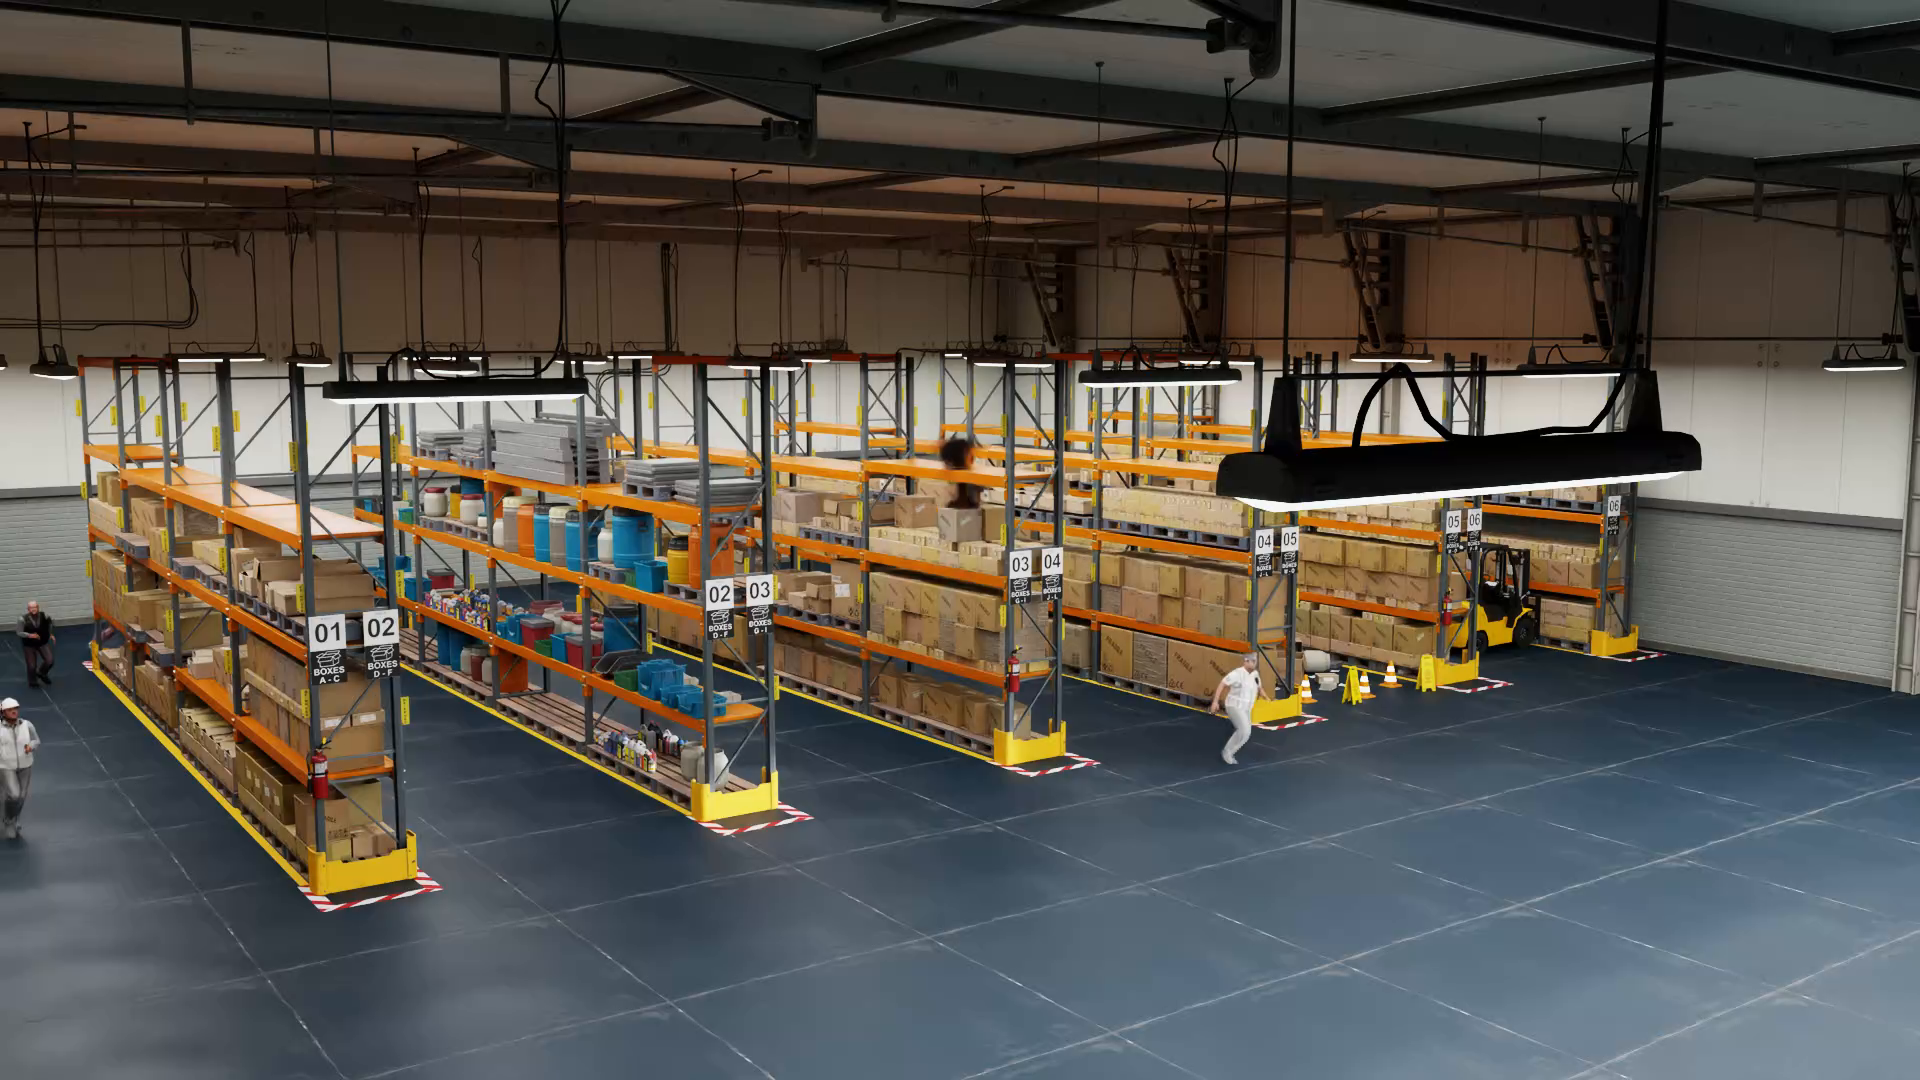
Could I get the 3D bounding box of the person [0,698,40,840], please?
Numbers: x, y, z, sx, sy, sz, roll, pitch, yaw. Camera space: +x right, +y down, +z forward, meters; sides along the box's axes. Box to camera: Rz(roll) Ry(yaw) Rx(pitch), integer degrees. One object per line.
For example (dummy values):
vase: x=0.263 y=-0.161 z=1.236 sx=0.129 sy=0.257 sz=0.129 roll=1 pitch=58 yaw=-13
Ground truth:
person: x=-12.047 y=2.894 z=21.168 sx=0.710 sy=1.791 sz=0.644 roll=6 pitch=9 yaw=42

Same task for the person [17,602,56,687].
person: x=-16.686 y=1.892 z=30.051 sx=0.657 sy=1.615 sz=0.843 roll=-6 pitch=9 yaw=-42

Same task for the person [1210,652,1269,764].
person: x=4.253 y=2.525 z=24.821 sx=0.678 sy=1.701 sz=0.850 roll=6 pitch=9 yaw=42

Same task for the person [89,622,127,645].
person: x=-16.910 y=1.463 z=33.255 sx=0.982 sy=1.658 sz=0.593 roll=-3 pitch=8 yaw=-25
